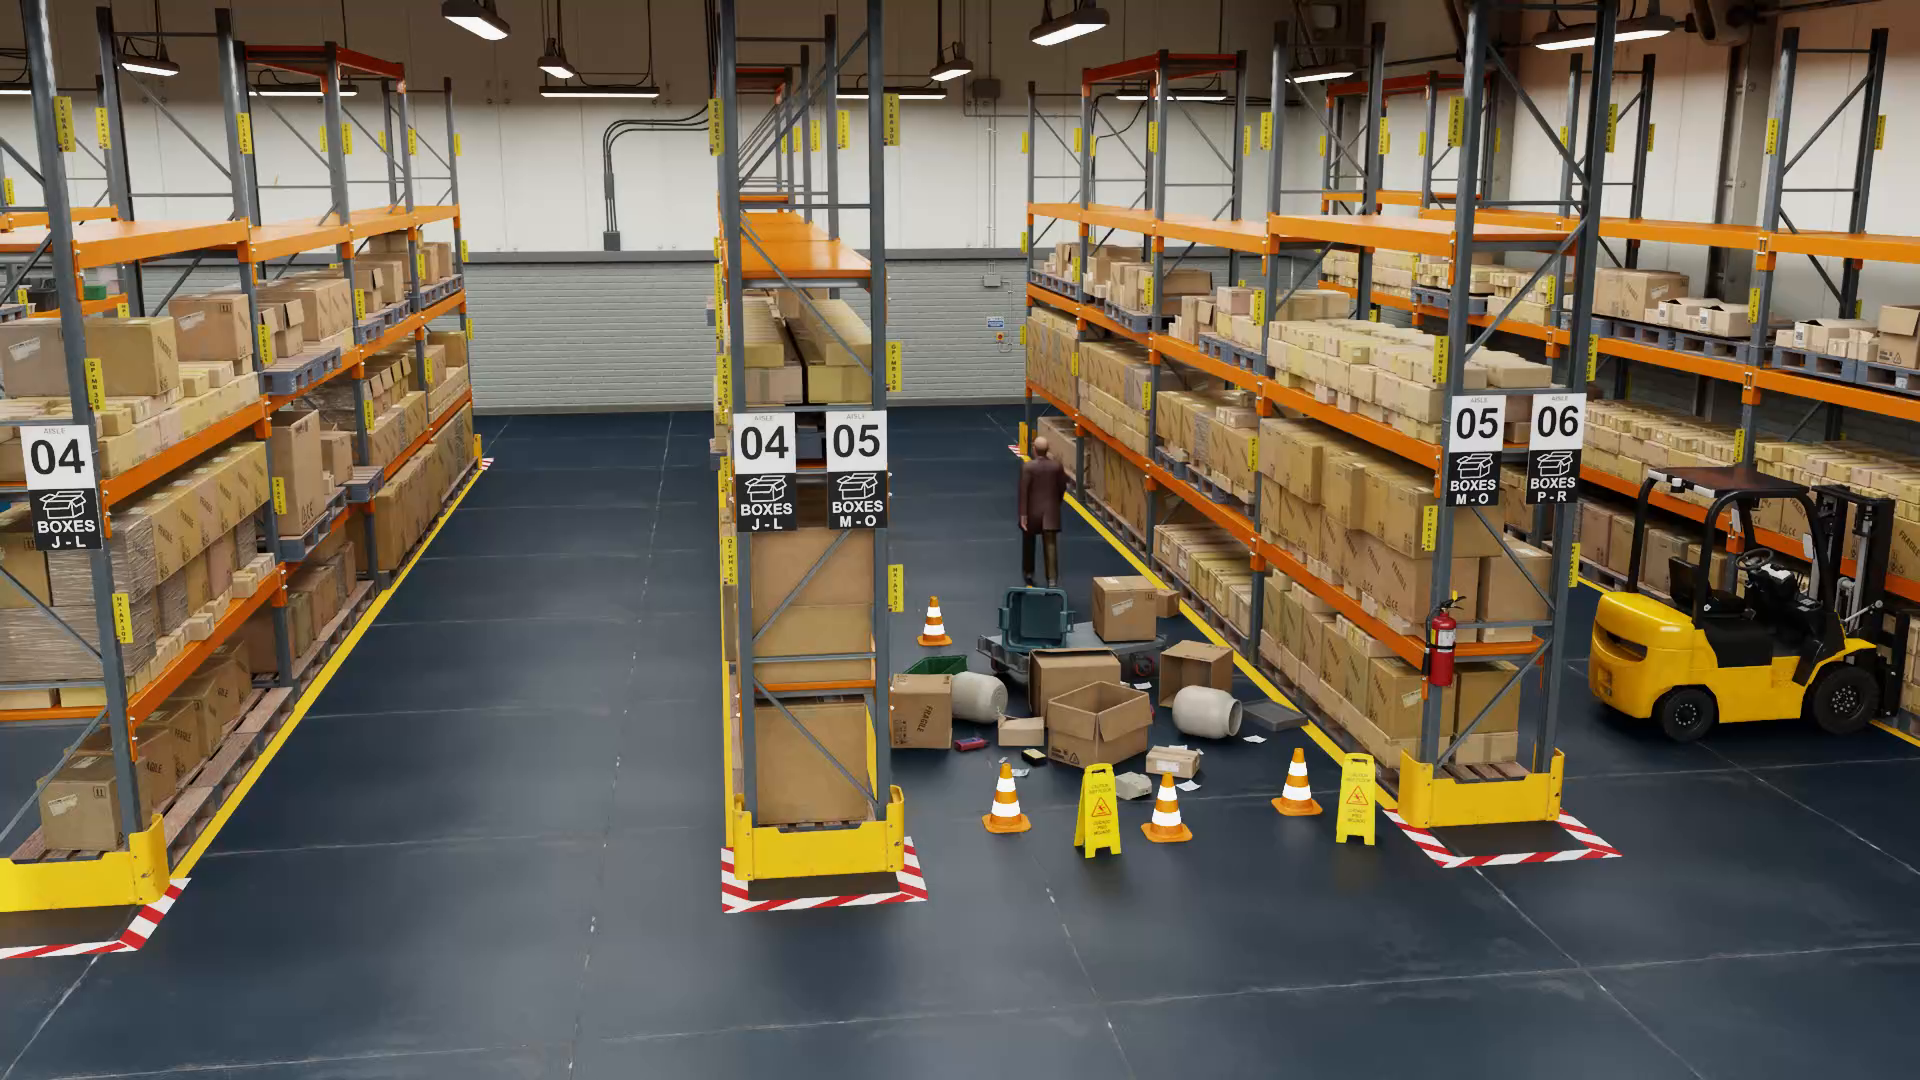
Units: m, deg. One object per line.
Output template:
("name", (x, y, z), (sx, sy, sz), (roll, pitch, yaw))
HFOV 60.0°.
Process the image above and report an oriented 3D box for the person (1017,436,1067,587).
("person", (0.927, -0.346, 19.039), (0.587, 1.720, 1.161), (-1, 13, -5))
